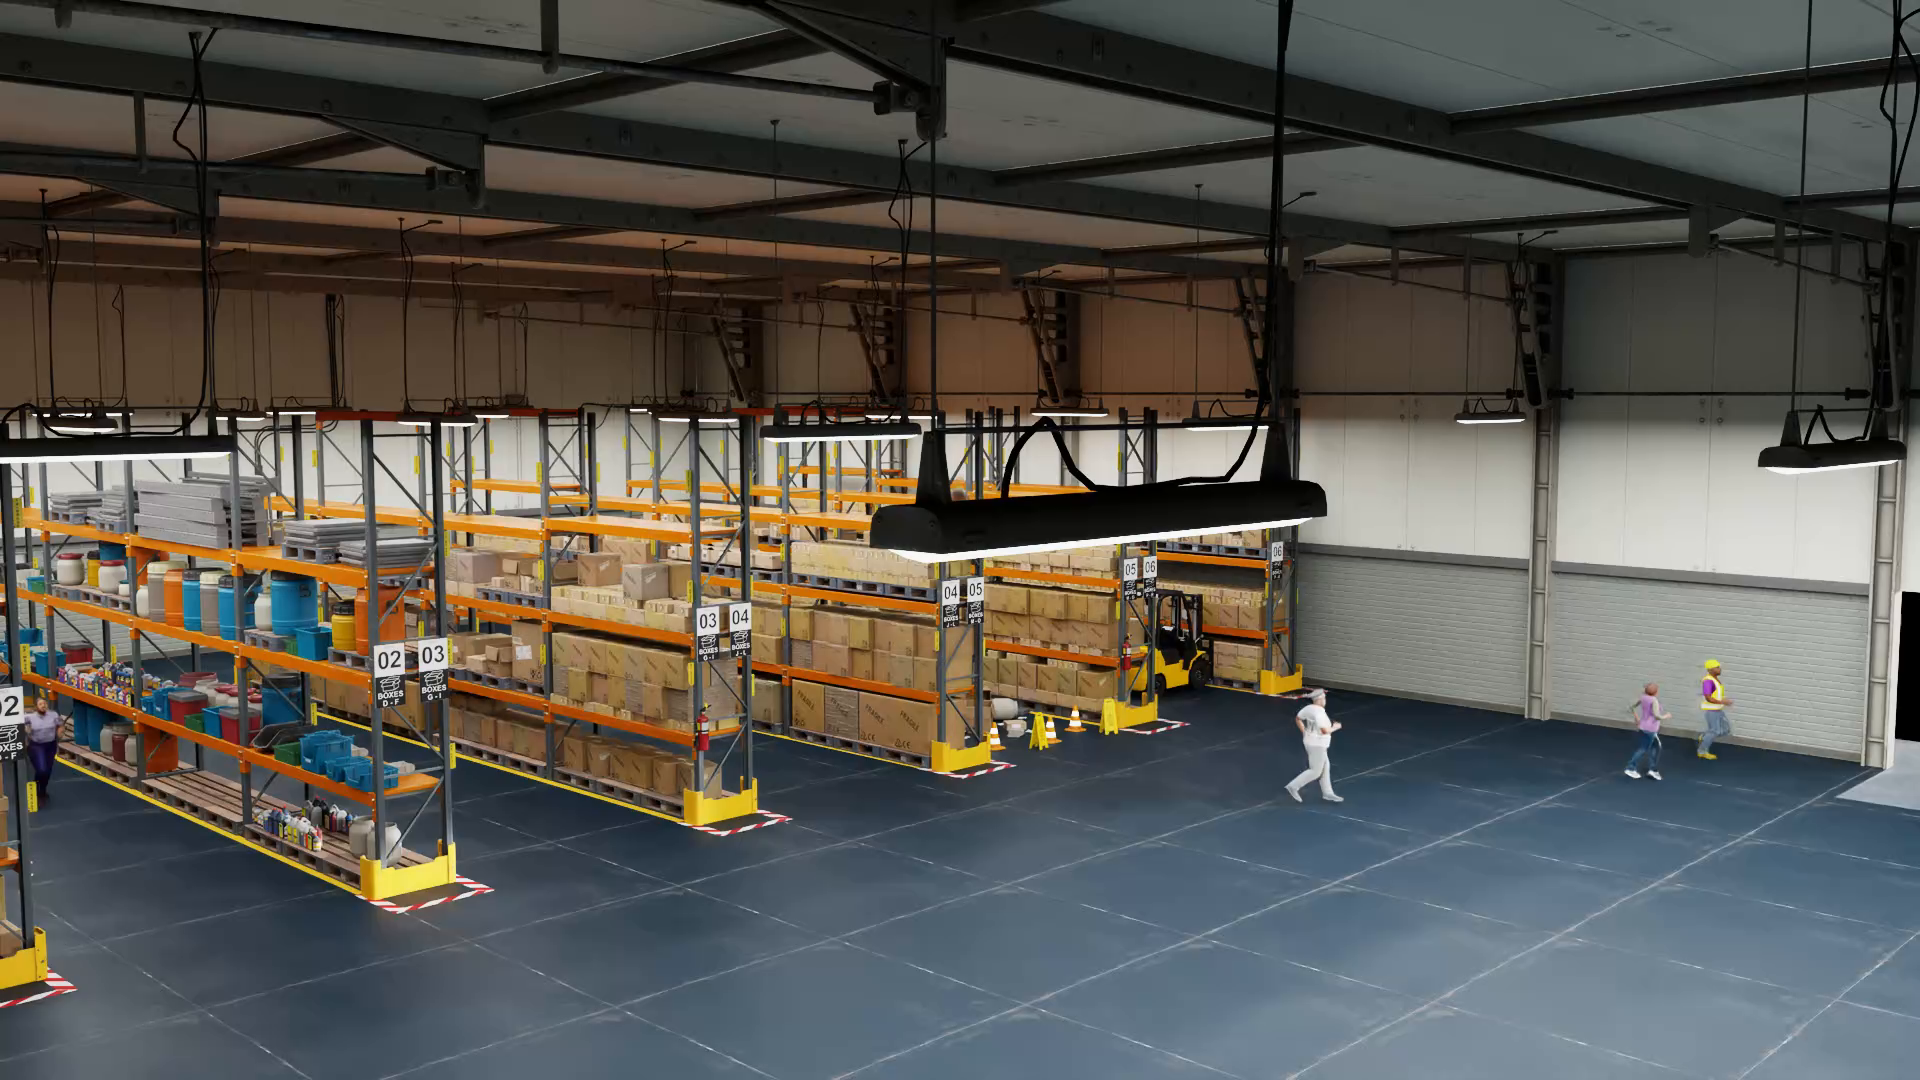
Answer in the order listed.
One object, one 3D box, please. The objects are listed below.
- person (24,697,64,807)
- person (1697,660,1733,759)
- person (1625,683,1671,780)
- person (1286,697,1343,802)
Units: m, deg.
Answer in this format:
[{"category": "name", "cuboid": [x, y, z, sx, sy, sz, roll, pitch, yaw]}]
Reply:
[{"category": "person", "cuboid": [-14.135, 3.252, 25.661, 0.713, 1.687, 0.597, 4, 7, 40]}, {"category": "person", "cuboid": [13.052, 2.922, 28.734, 0.586, 1.724, 0.691, 4, 6, 36]}, {"category": "person", "cuboid": [11.203, 3.131, 27.077, 0.725, 1.637, 0.525, 0, 5, 1]}, {"category": "person", "cuboid": [5.460, 3.185, 25.563, 0.950, 1.722, 0.682, 0, 5, -5]}]
